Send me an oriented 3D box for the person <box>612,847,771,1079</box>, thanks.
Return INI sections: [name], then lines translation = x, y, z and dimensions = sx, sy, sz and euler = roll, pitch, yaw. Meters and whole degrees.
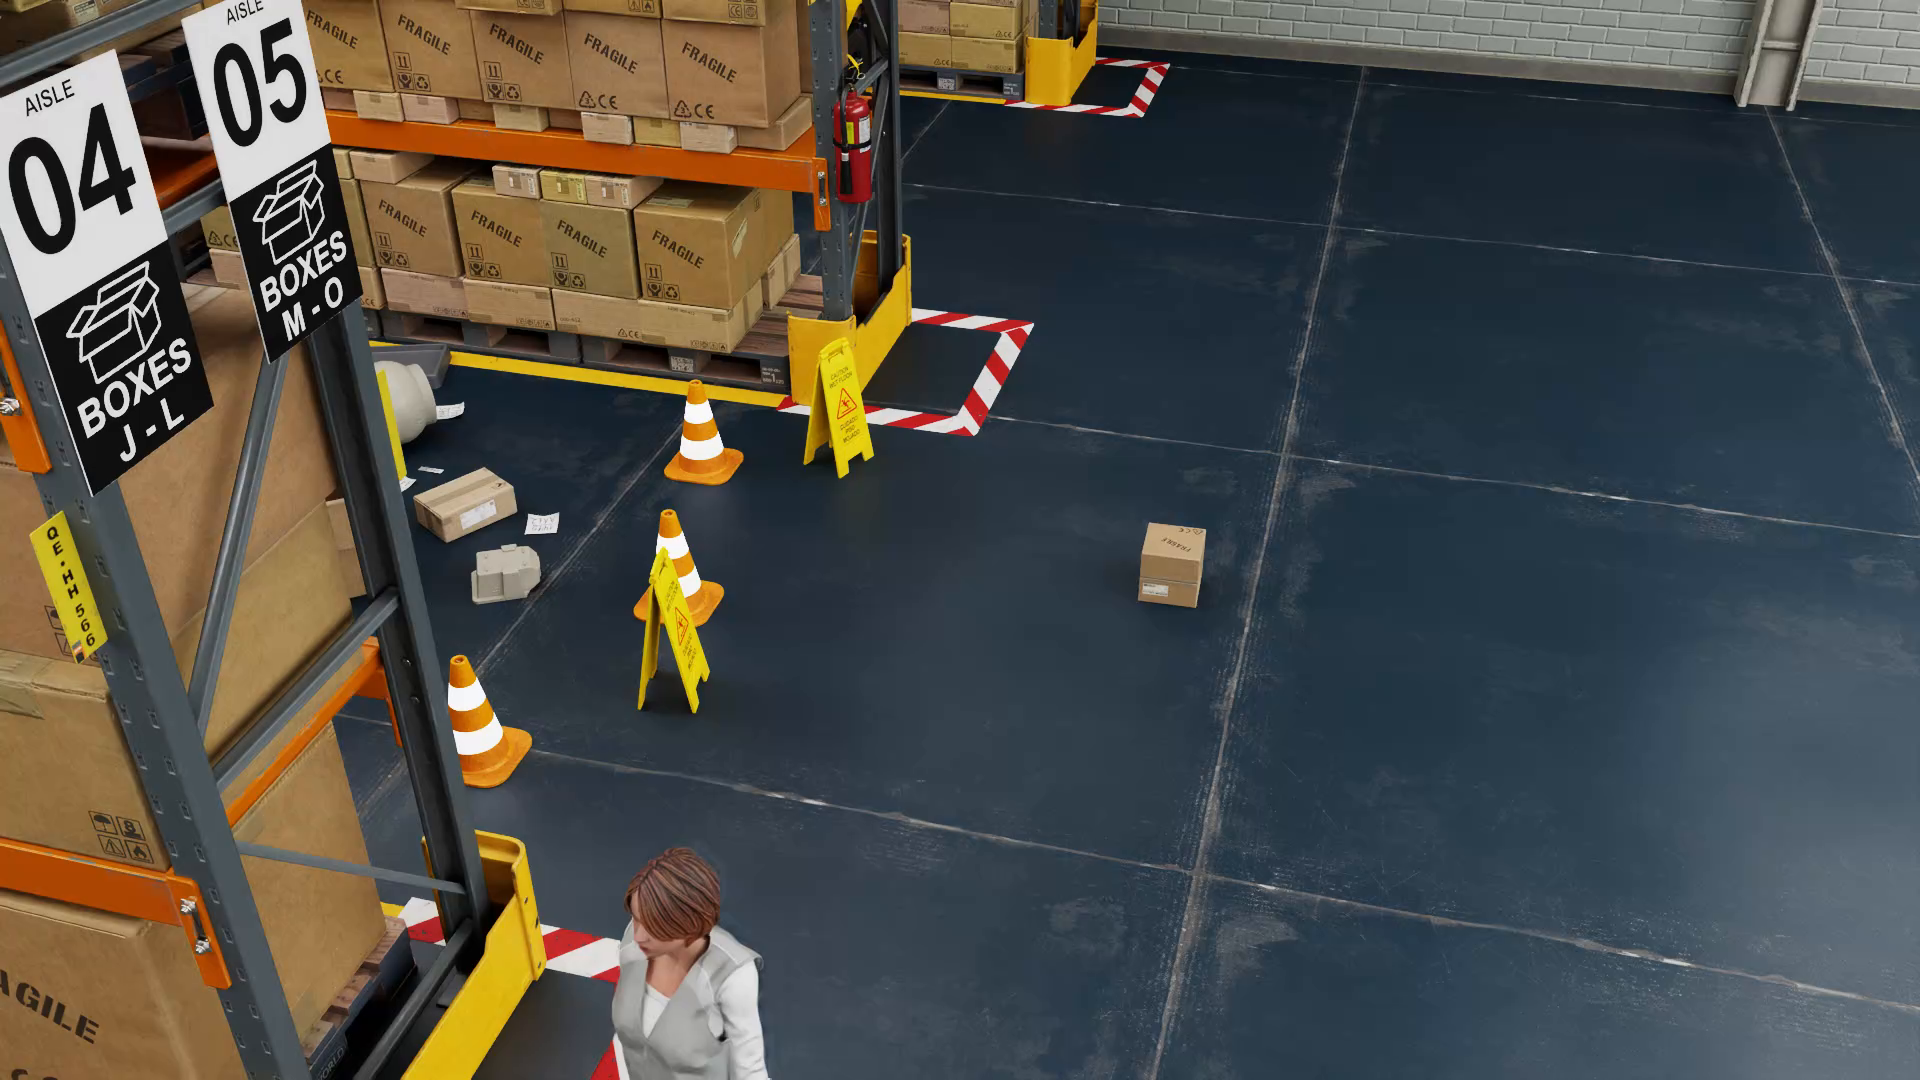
[person]
translation = -0.643, 1.388, 3.993
dimensions = 0.433, 1.598, 0.428
euler = 17, 37, 24
